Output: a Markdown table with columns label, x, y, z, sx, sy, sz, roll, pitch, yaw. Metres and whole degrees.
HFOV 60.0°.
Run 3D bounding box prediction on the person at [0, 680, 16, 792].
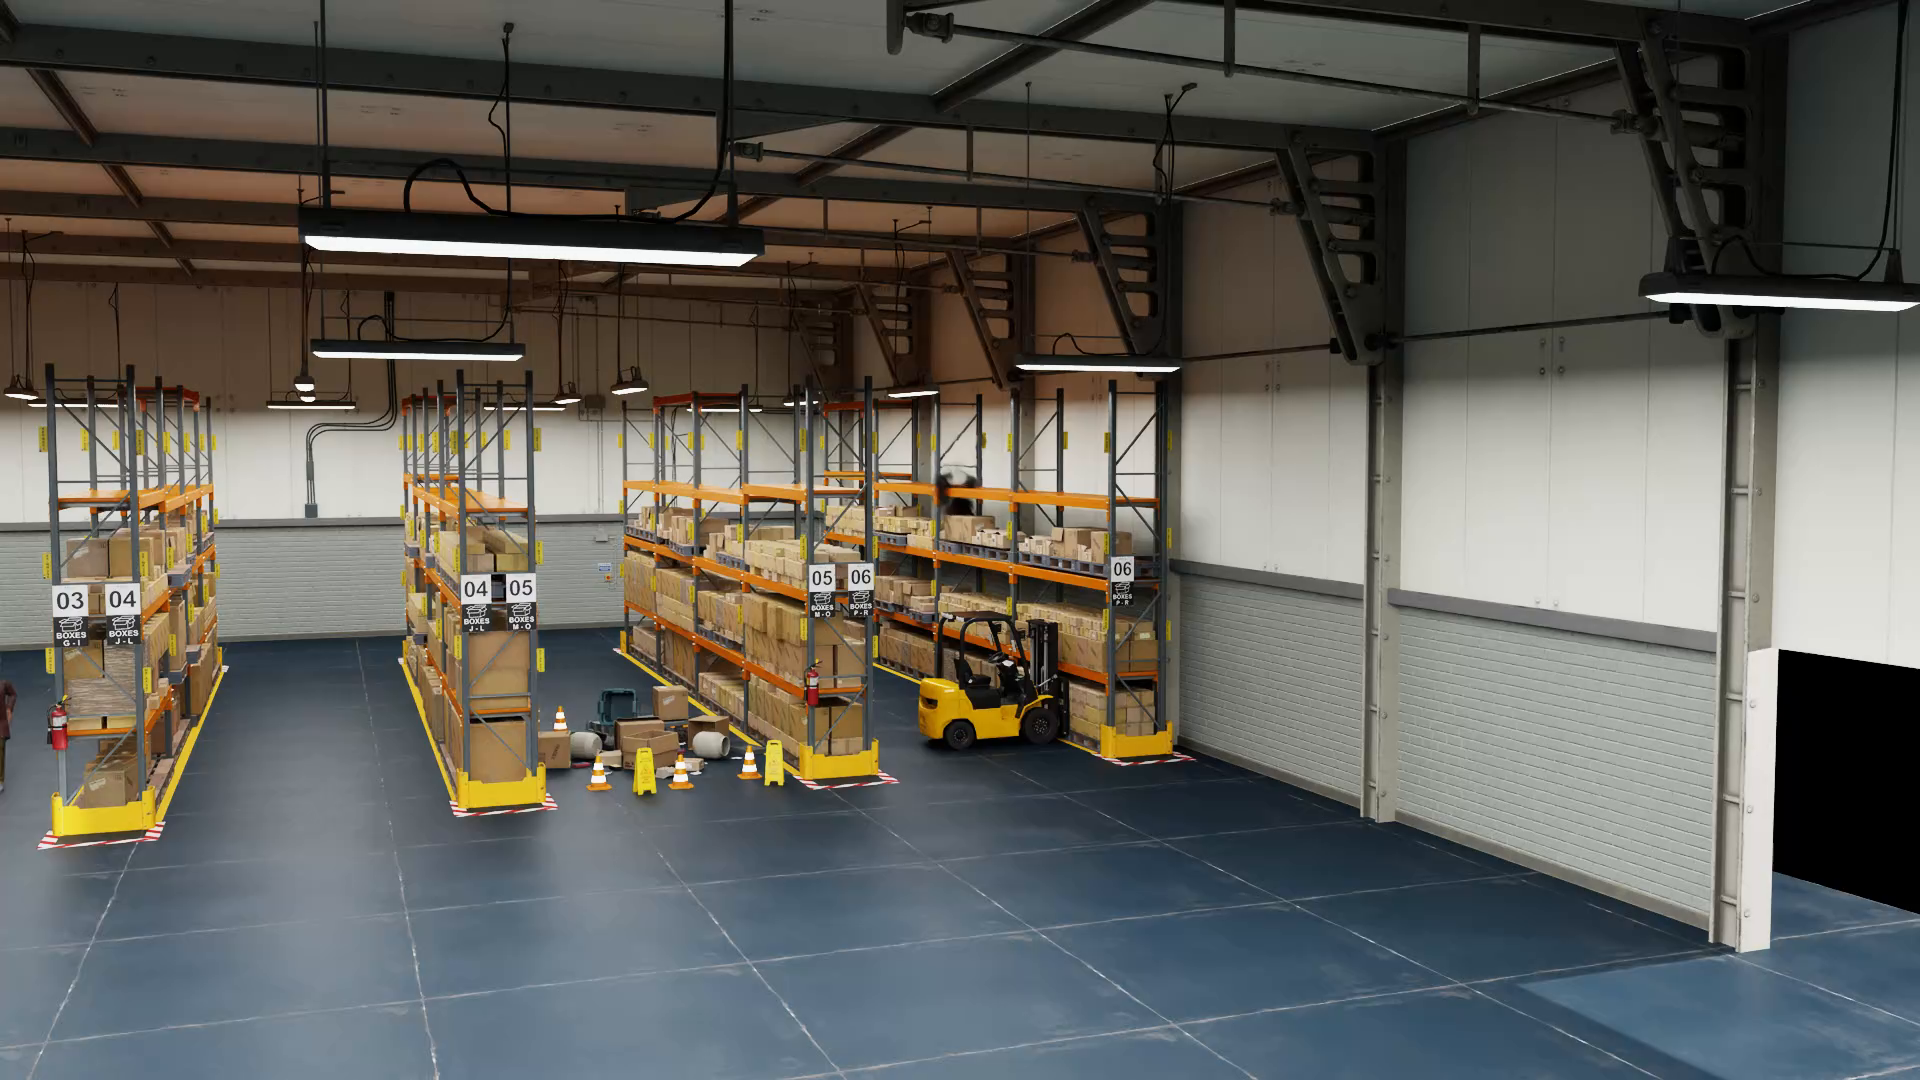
| label | x | y | z | sx | sy | sz | roll | pitch | yaw |
| --- | --- | --- | --- | --- | --- | --- | --- | --- | --- |
| person | -13.964 | 2.686 | 23.949 | 0.701 | 1.780 | 0.949 | -2 | 4 | -32 |
